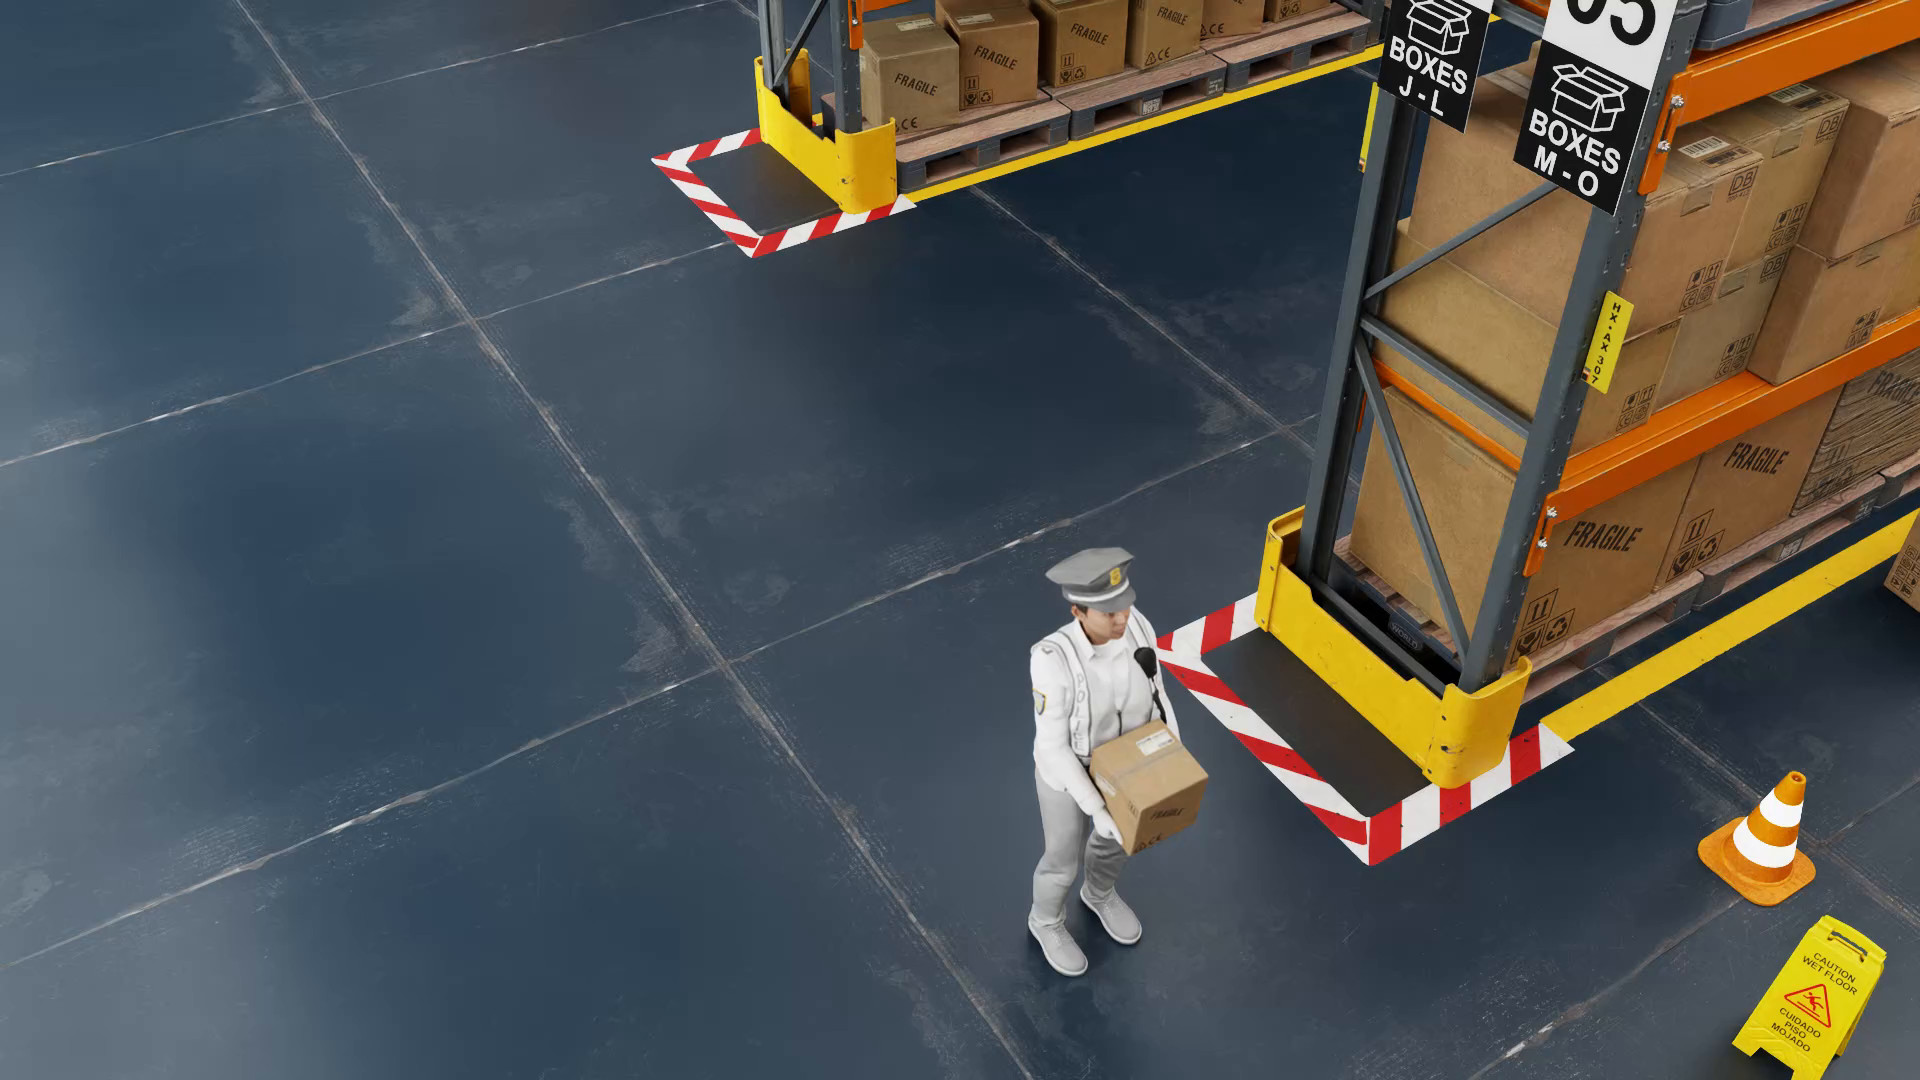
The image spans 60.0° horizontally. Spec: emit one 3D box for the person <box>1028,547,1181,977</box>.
[{"bbox_3d":[0.457,0.759,5.267,0.459,1.686,0.563,-22,46,-23],"label":"person"}]
